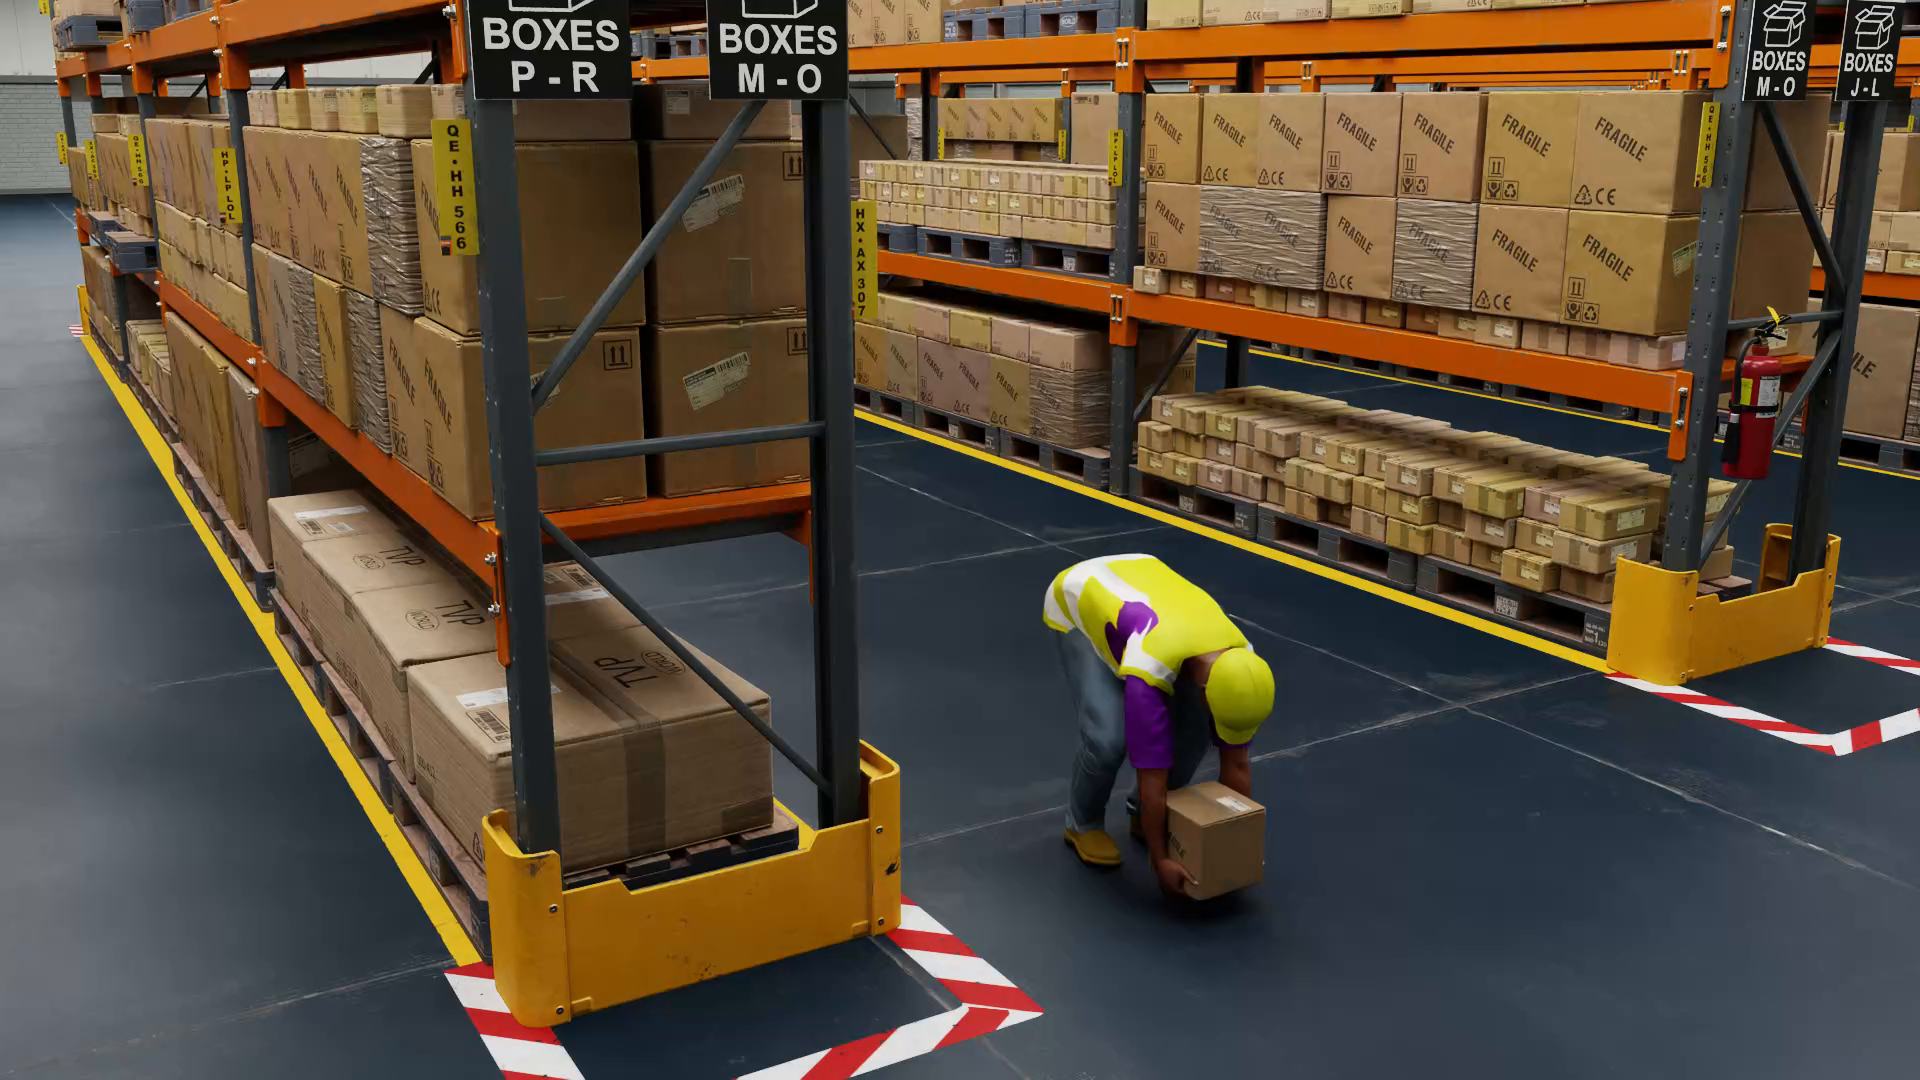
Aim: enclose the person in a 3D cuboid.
[{"bbox_3d":[0.647,0.579,5.276,0.503,0.993,0.974,-8,17,-27],"label":"person"}]
